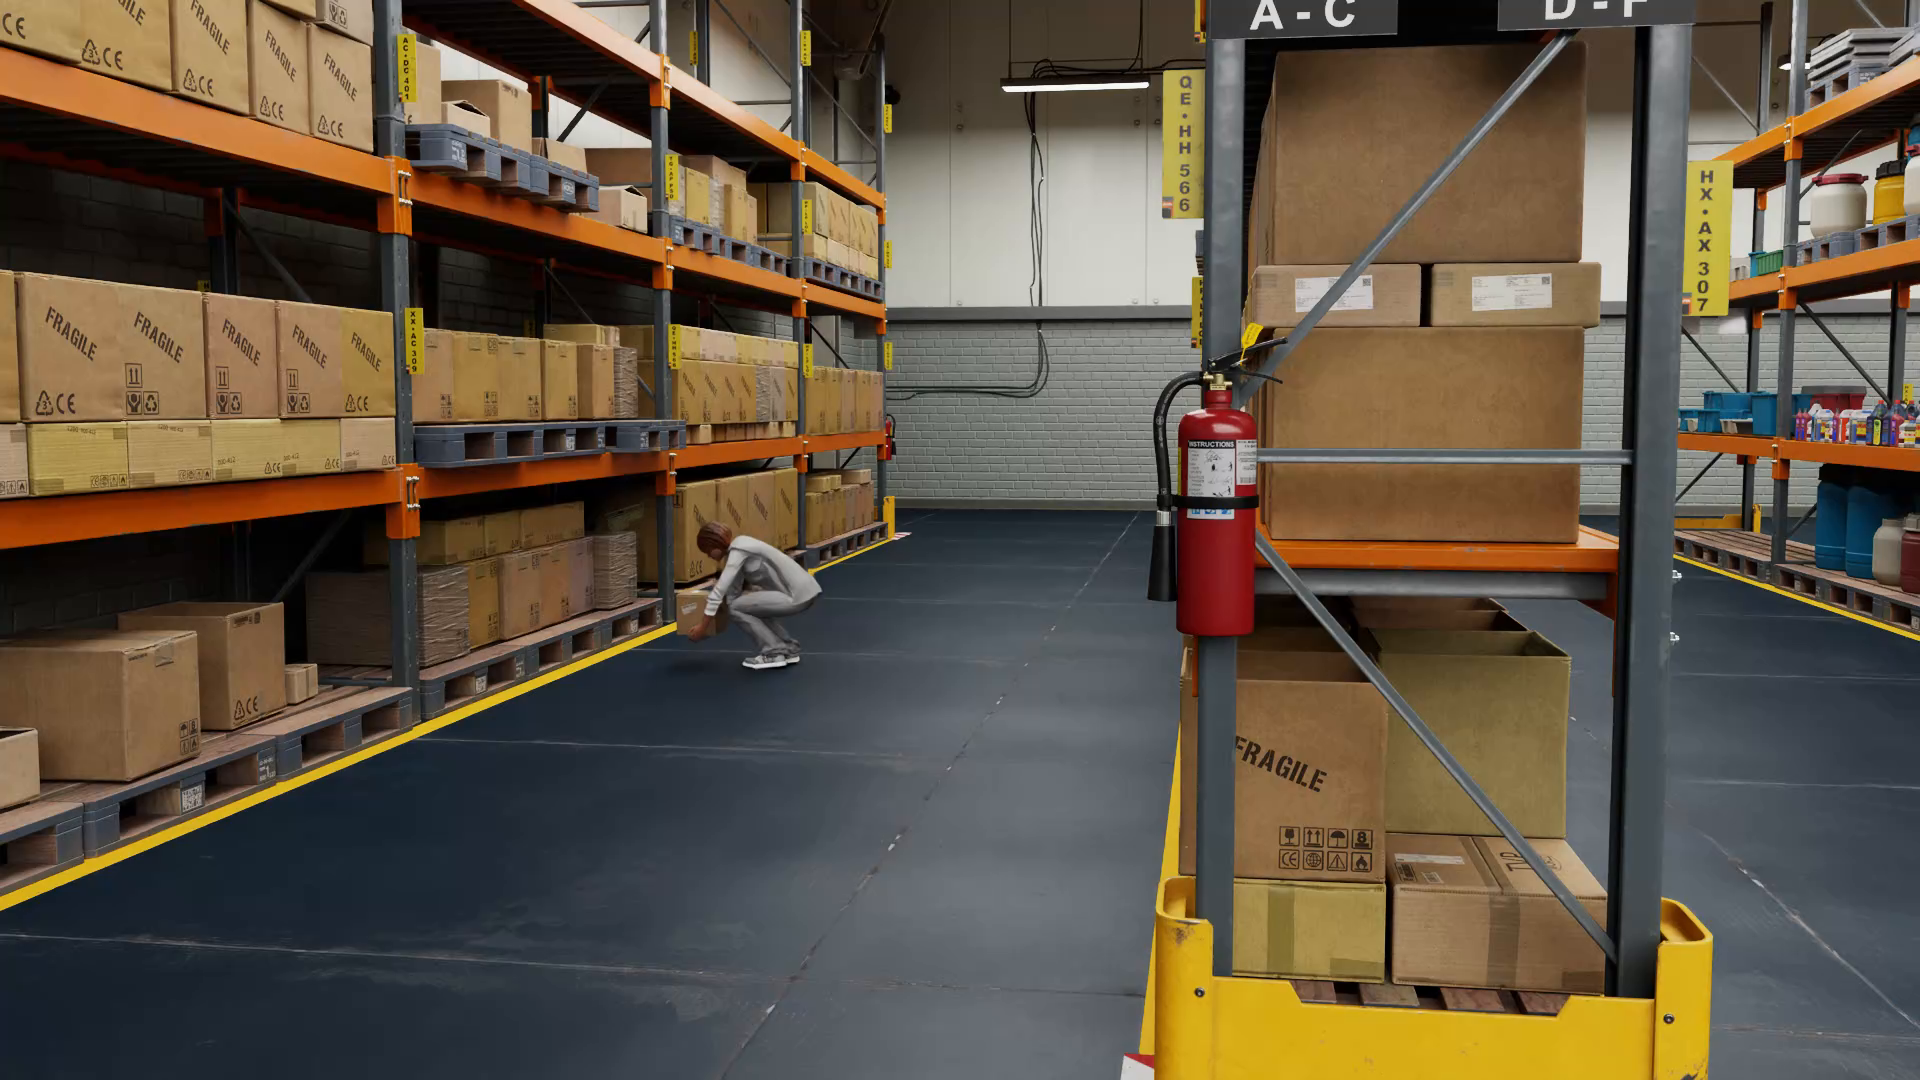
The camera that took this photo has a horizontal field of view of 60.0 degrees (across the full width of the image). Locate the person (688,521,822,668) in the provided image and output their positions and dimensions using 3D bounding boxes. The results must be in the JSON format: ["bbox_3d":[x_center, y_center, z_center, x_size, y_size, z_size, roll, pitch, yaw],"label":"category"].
[{"bbox_3d":[-1.266,0.342,10.301,0.807,0.890,0.447,1,5,9],"label":"person"}]
